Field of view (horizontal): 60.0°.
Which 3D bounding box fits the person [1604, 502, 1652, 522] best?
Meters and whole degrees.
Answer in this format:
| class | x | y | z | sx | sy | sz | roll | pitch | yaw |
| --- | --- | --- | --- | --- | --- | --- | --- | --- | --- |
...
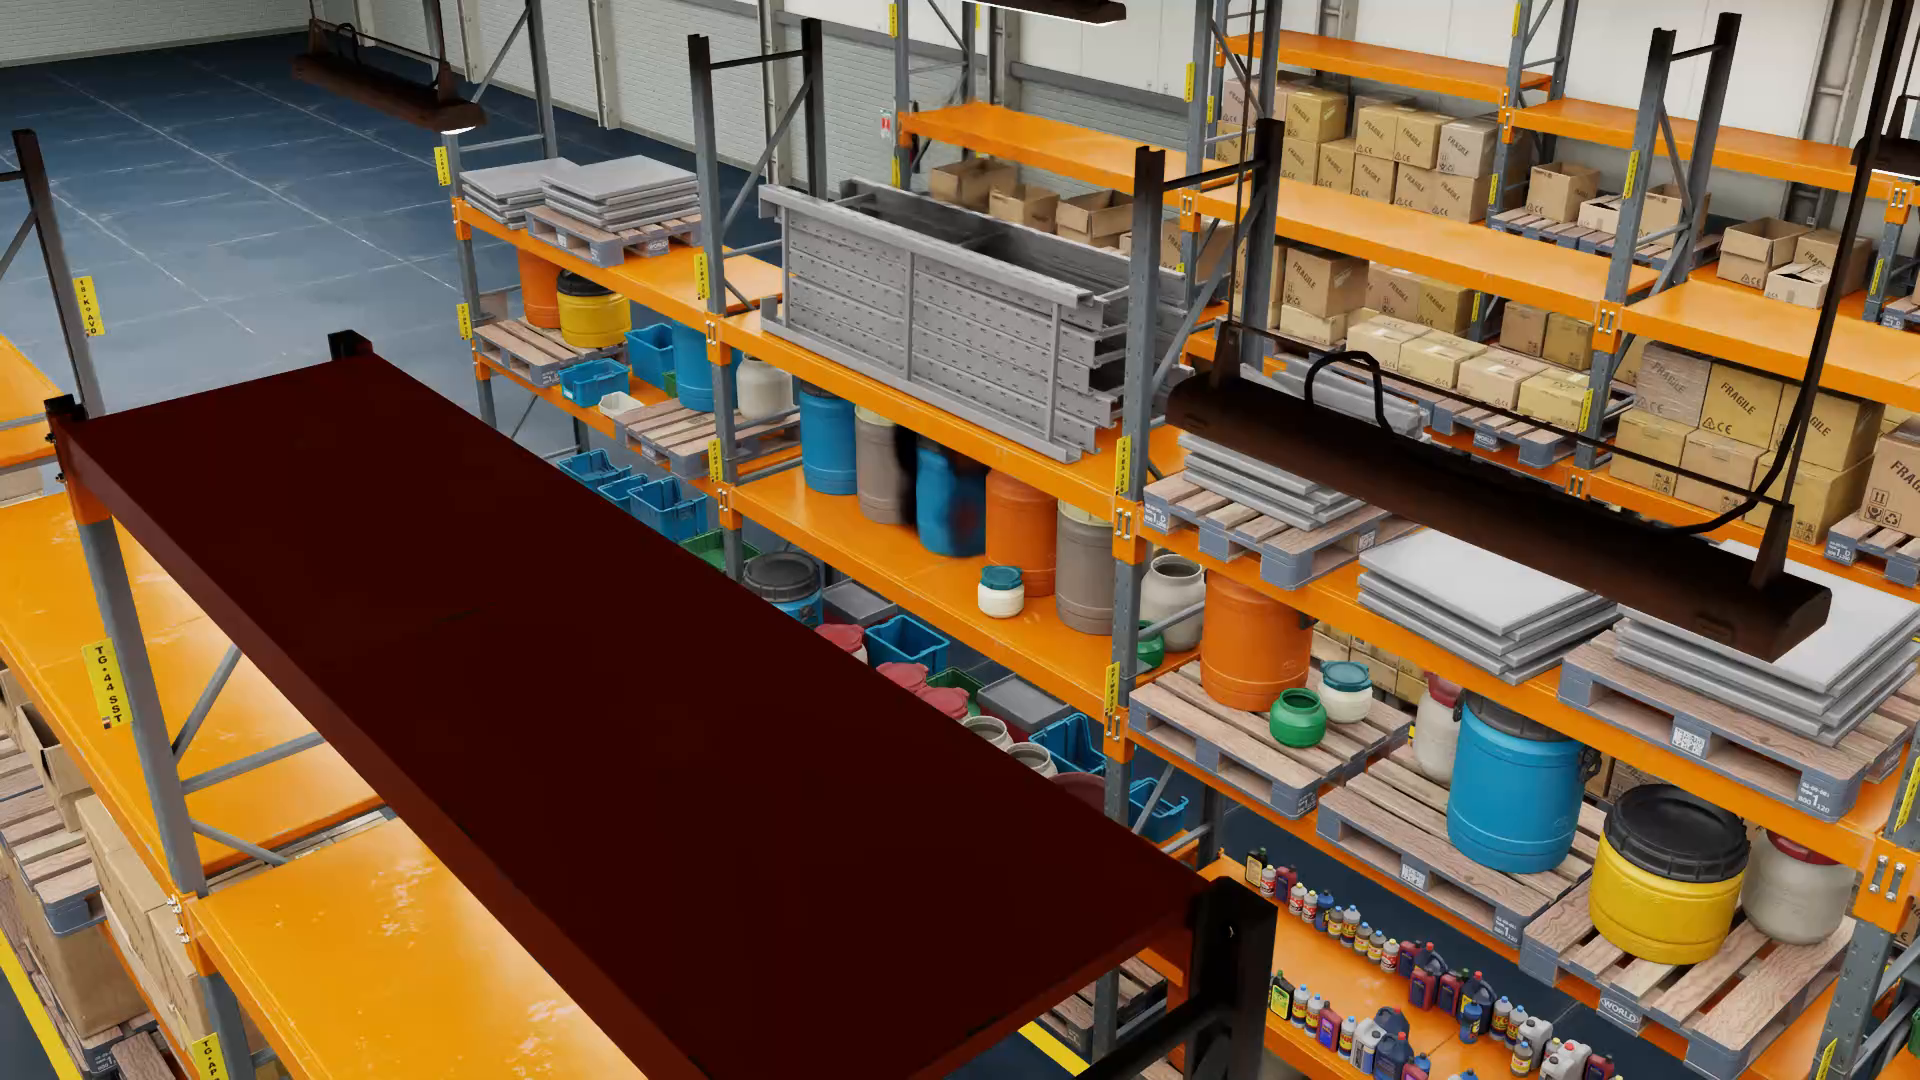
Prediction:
| class | x | y | z | sx | sy | sz | roll | pitch | yaw |
| --- | --- | --- | --- | --- | --- | --- | --- | --- | --- |
| person | 6.069 | 0.104 | 15.472 | 0.969 | 1.655 | 0.574 | 19 | 32 | 32 |
